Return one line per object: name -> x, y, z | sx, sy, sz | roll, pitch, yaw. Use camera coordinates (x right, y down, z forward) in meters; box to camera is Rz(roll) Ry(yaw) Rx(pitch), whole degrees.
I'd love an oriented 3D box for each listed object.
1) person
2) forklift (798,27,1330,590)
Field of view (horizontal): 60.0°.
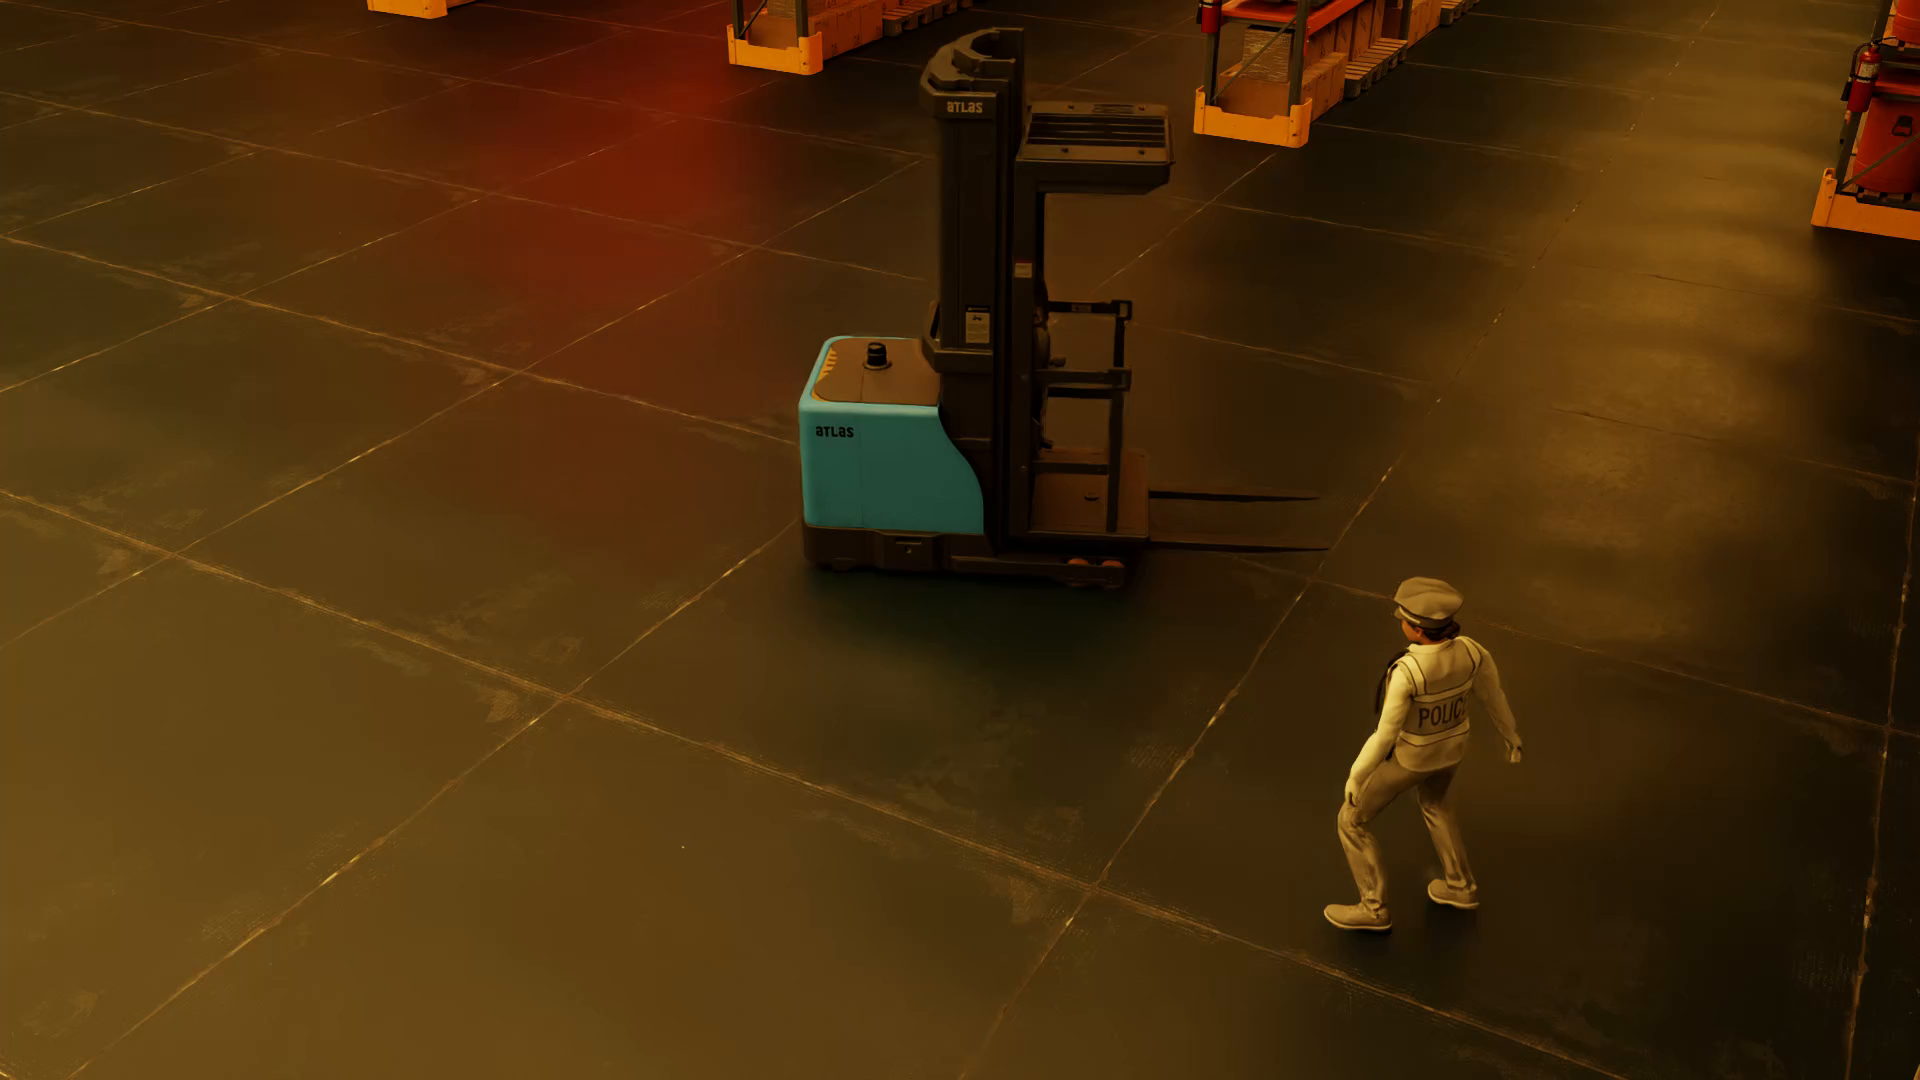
person -> 1.972, 0.904, 6.867 | 0.812, 1.582, 0.448 | -11, 32, -19
forklift -> 0.634, -1.266, 9.264 | 3.031, 2.935, 1.130 | 3, 30, 5
